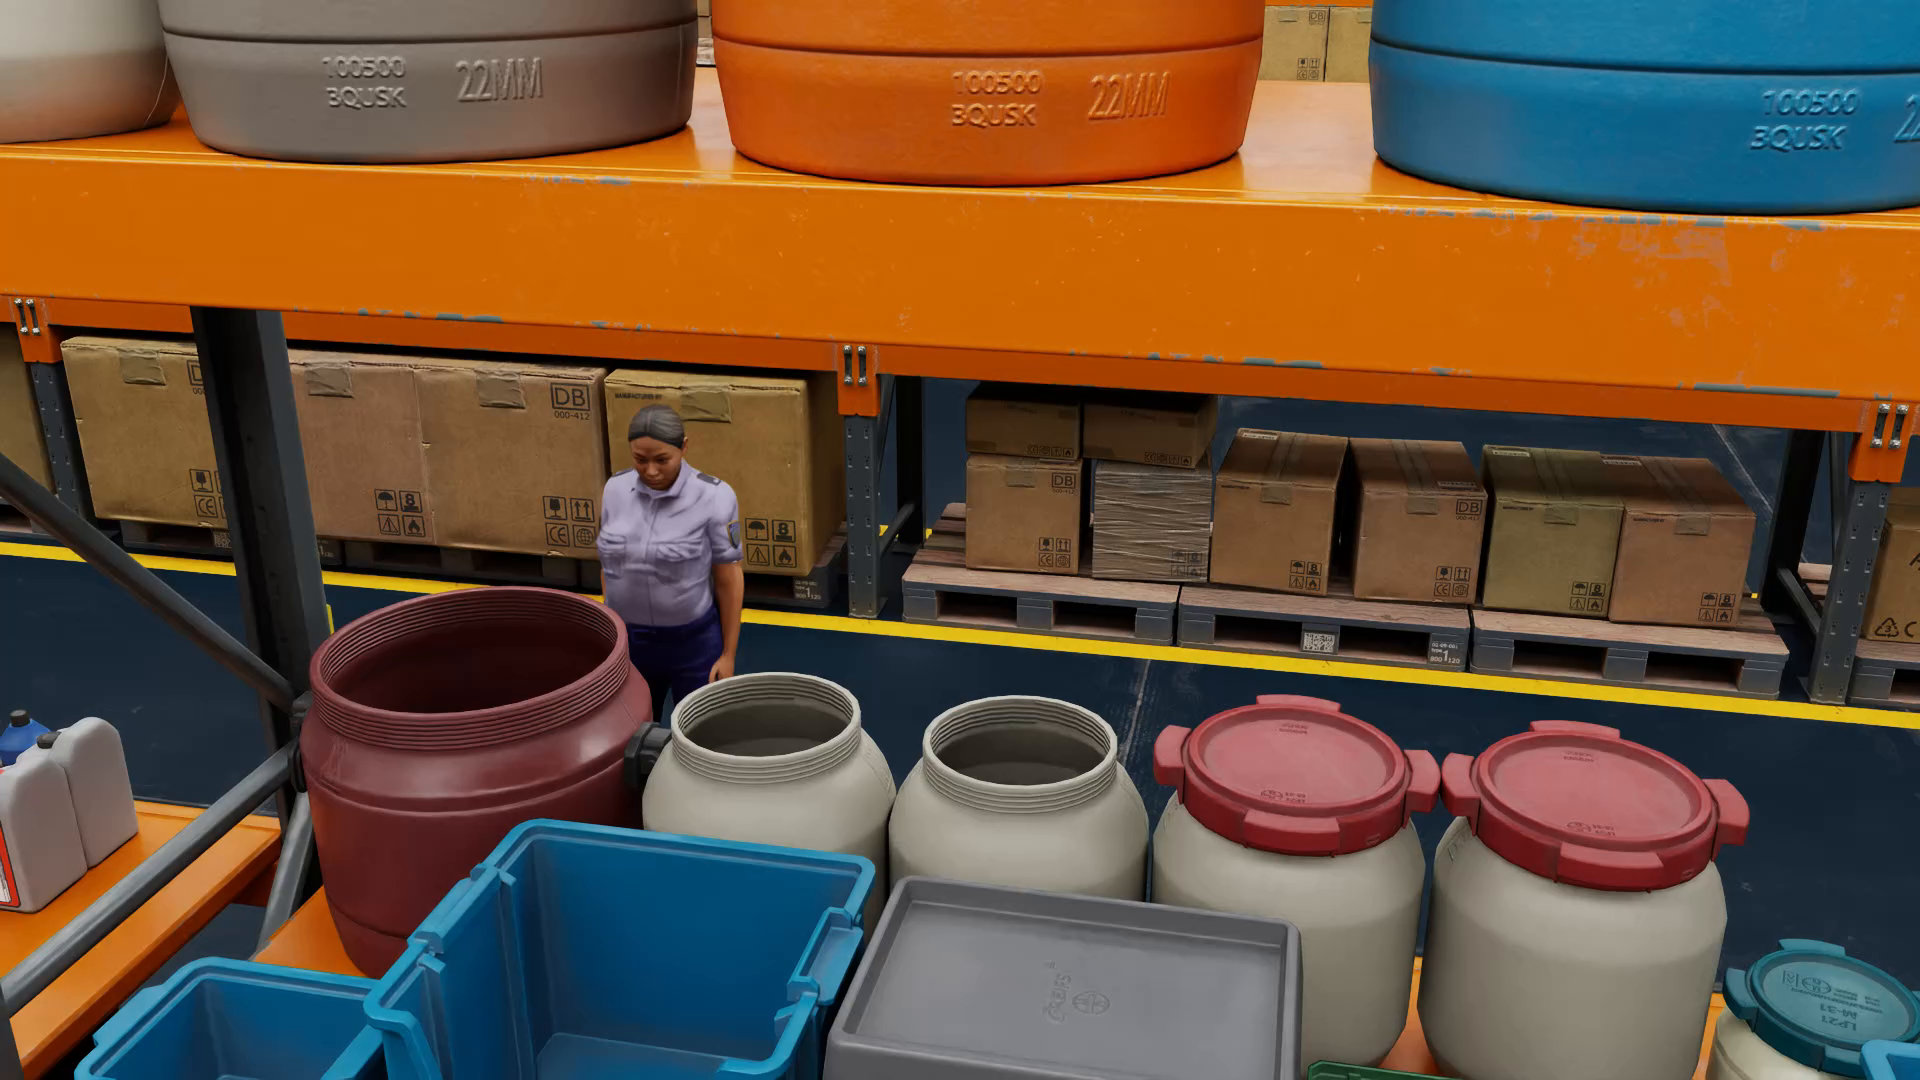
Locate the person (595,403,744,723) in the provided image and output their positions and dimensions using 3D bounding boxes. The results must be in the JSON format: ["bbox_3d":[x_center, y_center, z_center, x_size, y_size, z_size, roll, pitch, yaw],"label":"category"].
[{"bbox_3d":[-0.900,0.351,5.247,0.472,1.640,0.339,5,22,12],"label":"person"}]
